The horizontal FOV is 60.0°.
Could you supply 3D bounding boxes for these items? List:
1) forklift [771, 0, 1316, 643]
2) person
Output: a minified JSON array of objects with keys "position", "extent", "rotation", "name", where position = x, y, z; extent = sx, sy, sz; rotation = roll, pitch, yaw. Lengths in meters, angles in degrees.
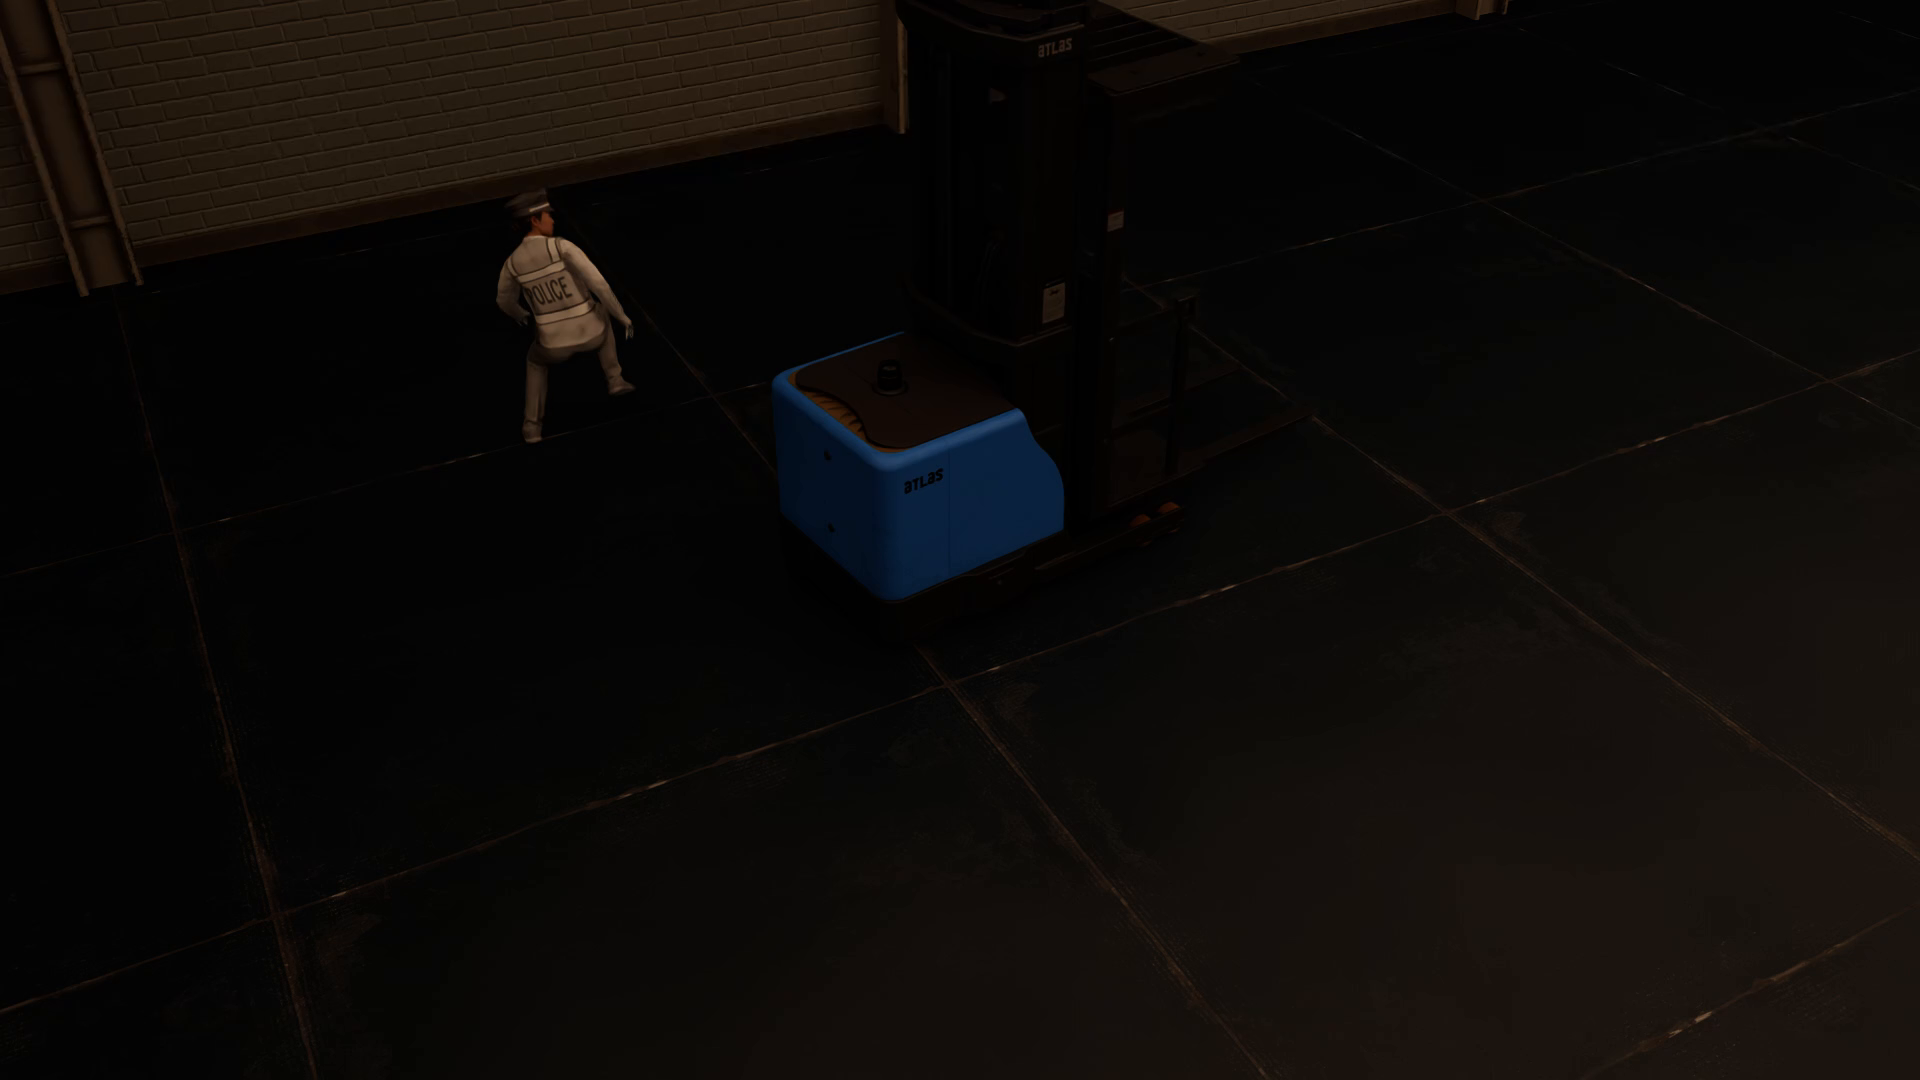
[{"position":[0.576,-1.385,8.083],"extent":[3.031,2.935,1.130],"rotation":[-23,41,-29],"name":"forklift"},{"position":[-2.182,-1.245,9.215],"extent":[0.740,1.456,0.633],"rotation":[-5,36,-7],"name":"person"}]
